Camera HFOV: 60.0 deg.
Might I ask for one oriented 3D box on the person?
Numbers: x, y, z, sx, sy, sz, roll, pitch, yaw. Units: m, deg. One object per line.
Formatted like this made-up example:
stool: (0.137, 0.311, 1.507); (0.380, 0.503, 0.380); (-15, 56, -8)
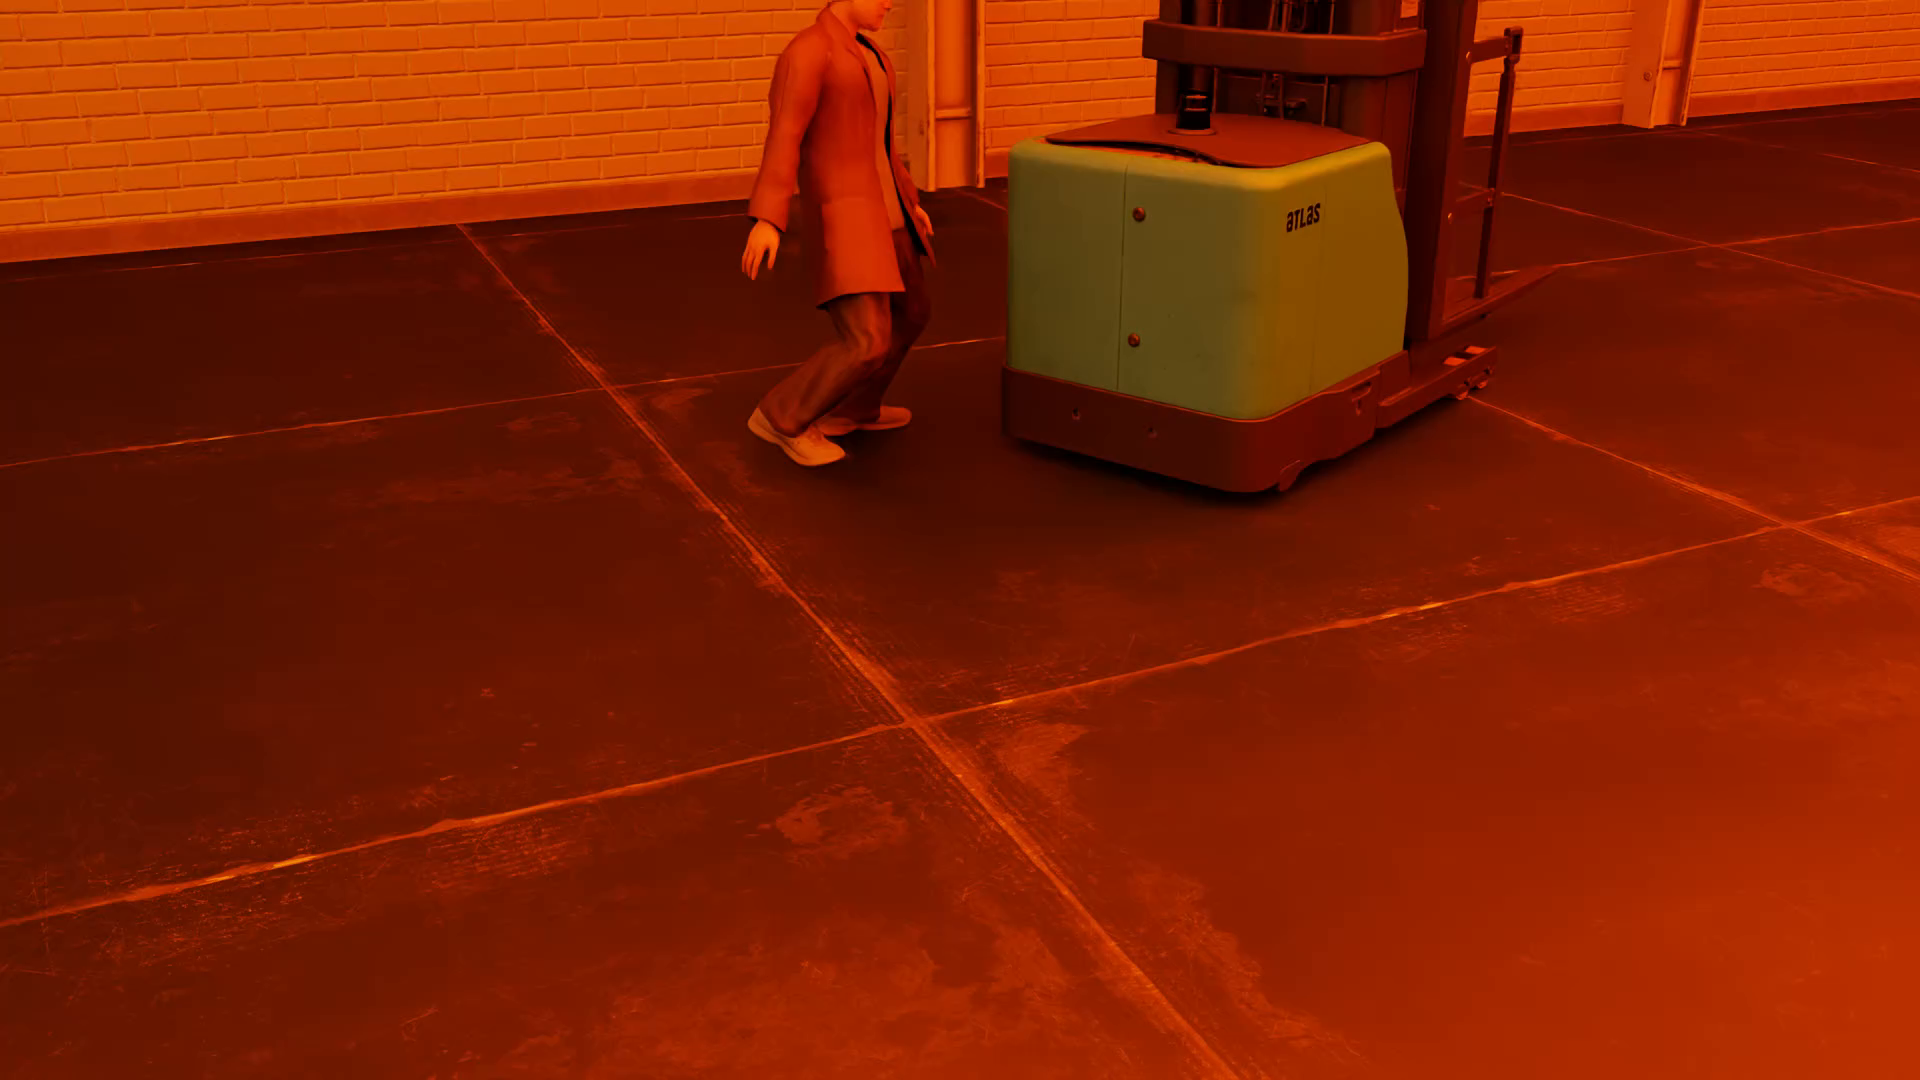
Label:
person: (-0.382, -1.059, 5.478); (0.577, 1.687, 0.939); (10, 24, 22)

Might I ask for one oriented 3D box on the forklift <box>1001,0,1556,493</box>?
forklift: (1.463, -1.997, 6.094); (1.130, 2.935, 3.031); (17, 28, 36)
